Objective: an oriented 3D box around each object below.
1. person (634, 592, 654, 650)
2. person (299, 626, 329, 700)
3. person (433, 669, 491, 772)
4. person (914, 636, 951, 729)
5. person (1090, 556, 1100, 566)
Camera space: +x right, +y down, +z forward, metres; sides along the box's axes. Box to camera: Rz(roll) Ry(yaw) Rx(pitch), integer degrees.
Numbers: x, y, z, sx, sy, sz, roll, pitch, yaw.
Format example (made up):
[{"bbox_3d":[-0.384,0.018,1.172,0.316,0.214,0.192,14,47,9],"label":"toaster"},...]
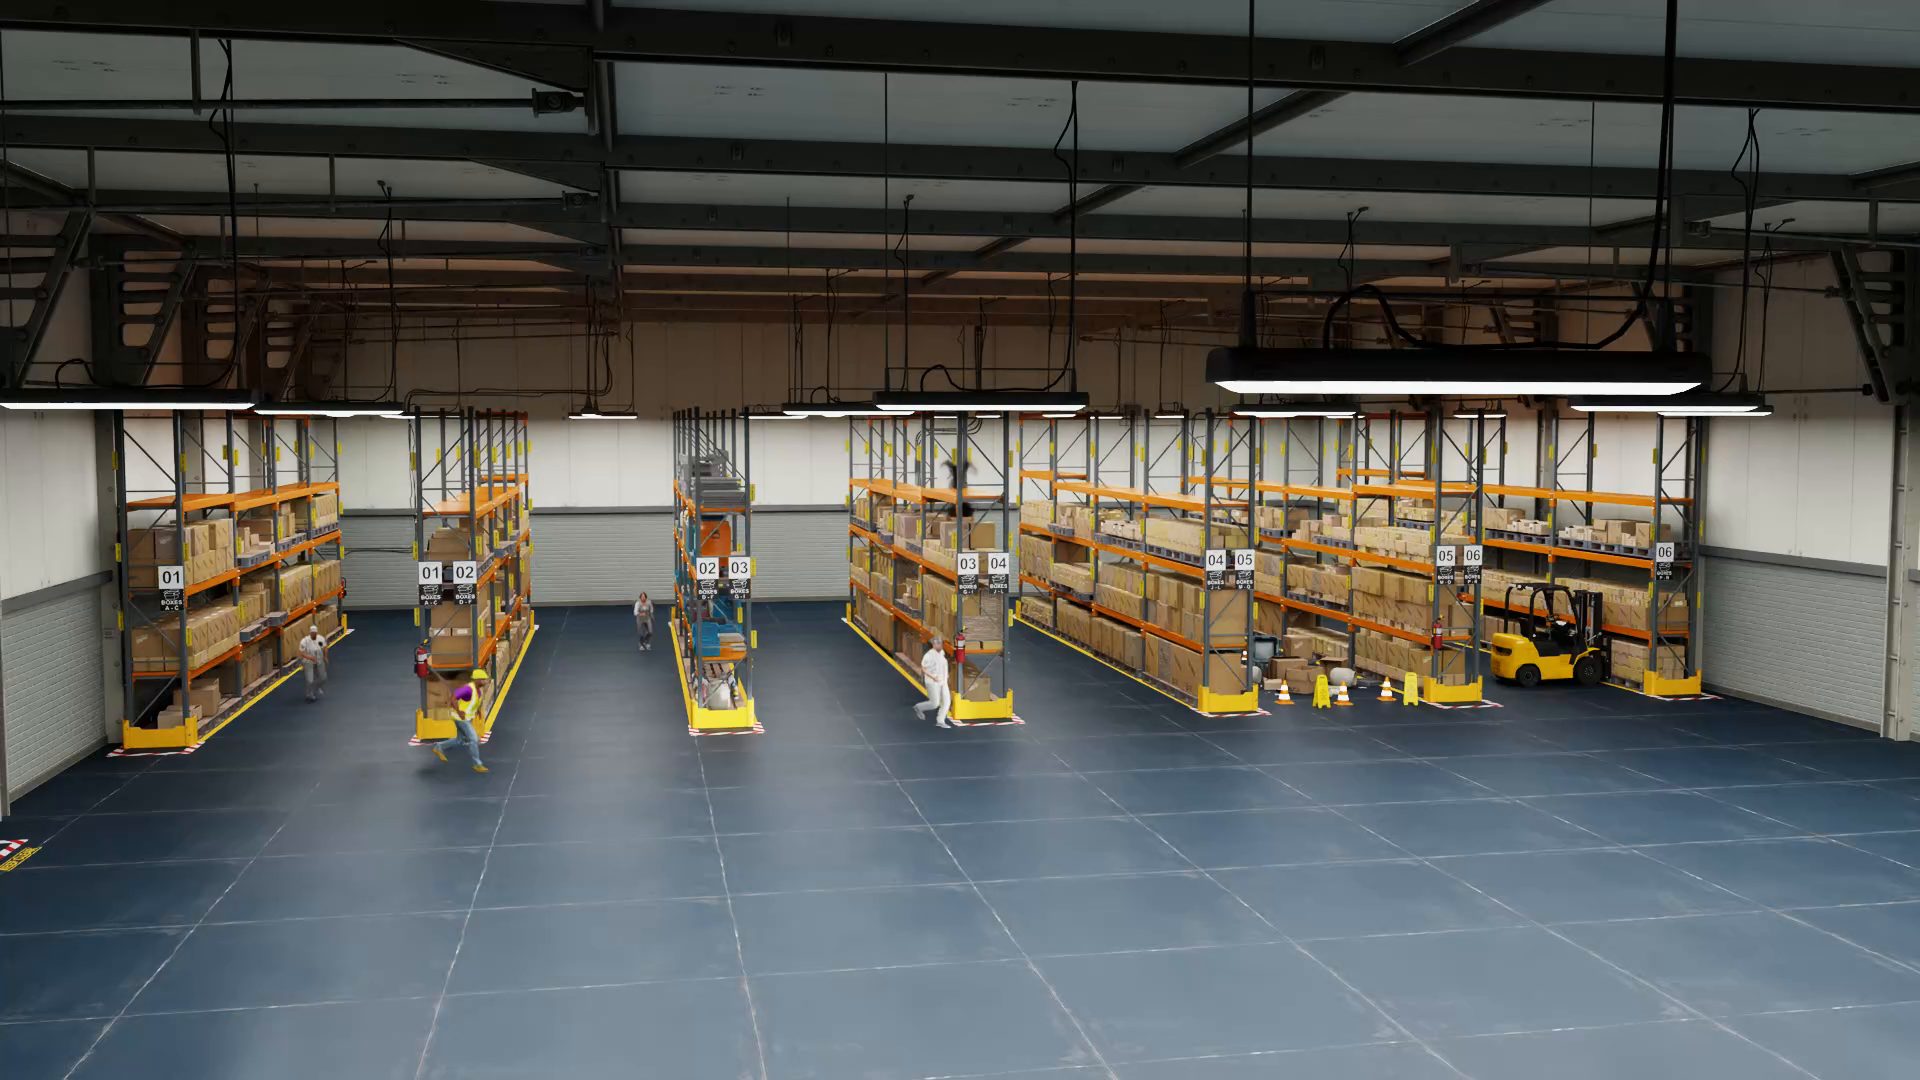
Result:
[{"bbox_3d":[-7.850,2.025,41.349,0.538,1.502,0.856,-1,4,-20],"label":"person"},{"bbox_3d":[-13.316,2.523,34.237,0.582,1.550,0.733,-3,5,-38],"label":"person"},{"bbox_3d":[-8.188,2.962,27.229,1.032,1.714,0.728,1,4,15],"label":"person"},{"bbox_3d":[-0.492,2.648,31.194,0.783,1.749,0.675,3,5,39],"label":"person"},{"bbox_3d":[4.171,1.228,51.476,0.907,1.630,0.584,-3,5,-35],"label":"person"}]
